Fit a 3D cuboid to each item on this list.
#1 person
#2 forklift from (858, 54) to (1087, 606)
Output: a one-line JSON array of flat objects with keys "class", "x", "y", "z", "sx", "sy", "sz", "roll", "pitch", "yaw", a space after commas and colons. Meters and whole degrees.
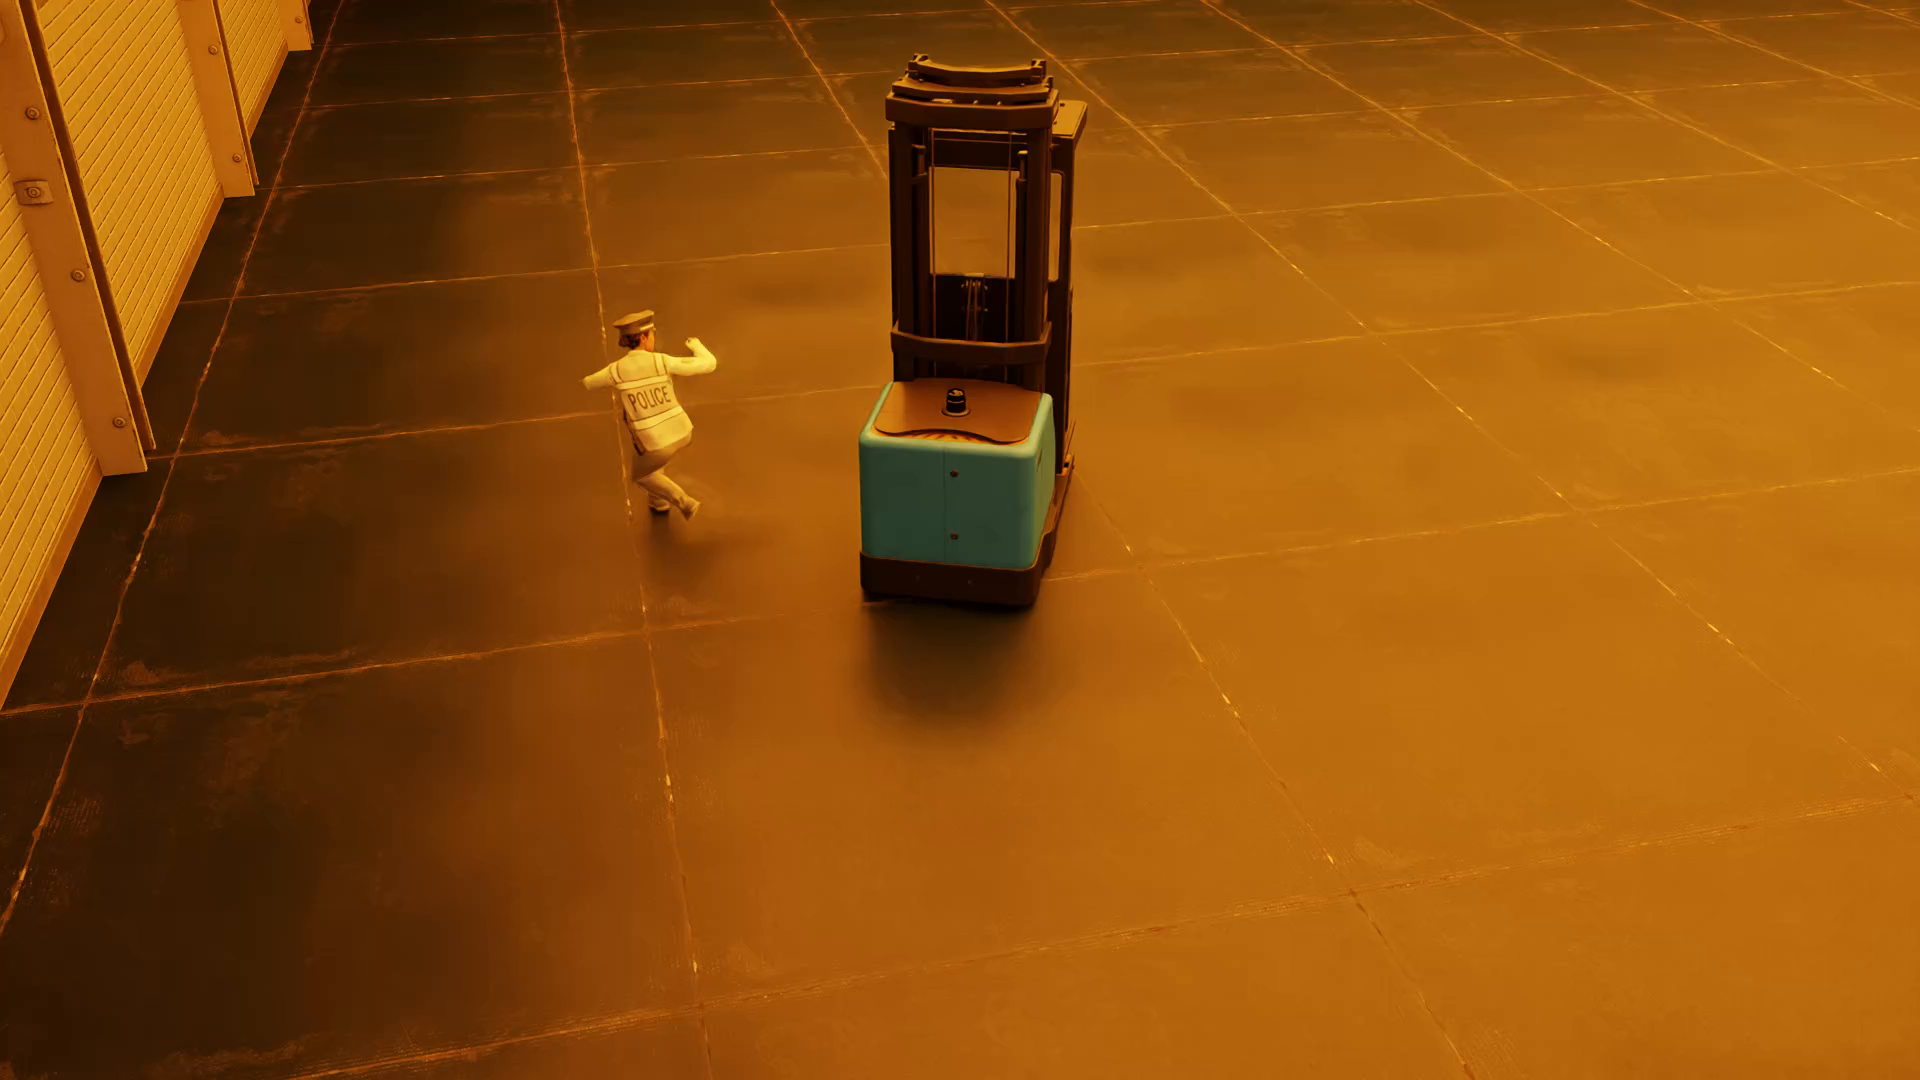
[{"class": "person", "x": -1.947, "y": -0.810, "z": 10.522, "sx": 0.730, "sy": 1.407, "sz": 1.011, "roll": -21, "pitch": 36, "yaw": -32}, {"class": "forklift", "x": 0.168, "y": -1.606, "z": 10.349, "sx": 1.130, "sy": 2.935, "sz": 3.031, "roll": 5, "pitch": 30, "yaw": 9}]
